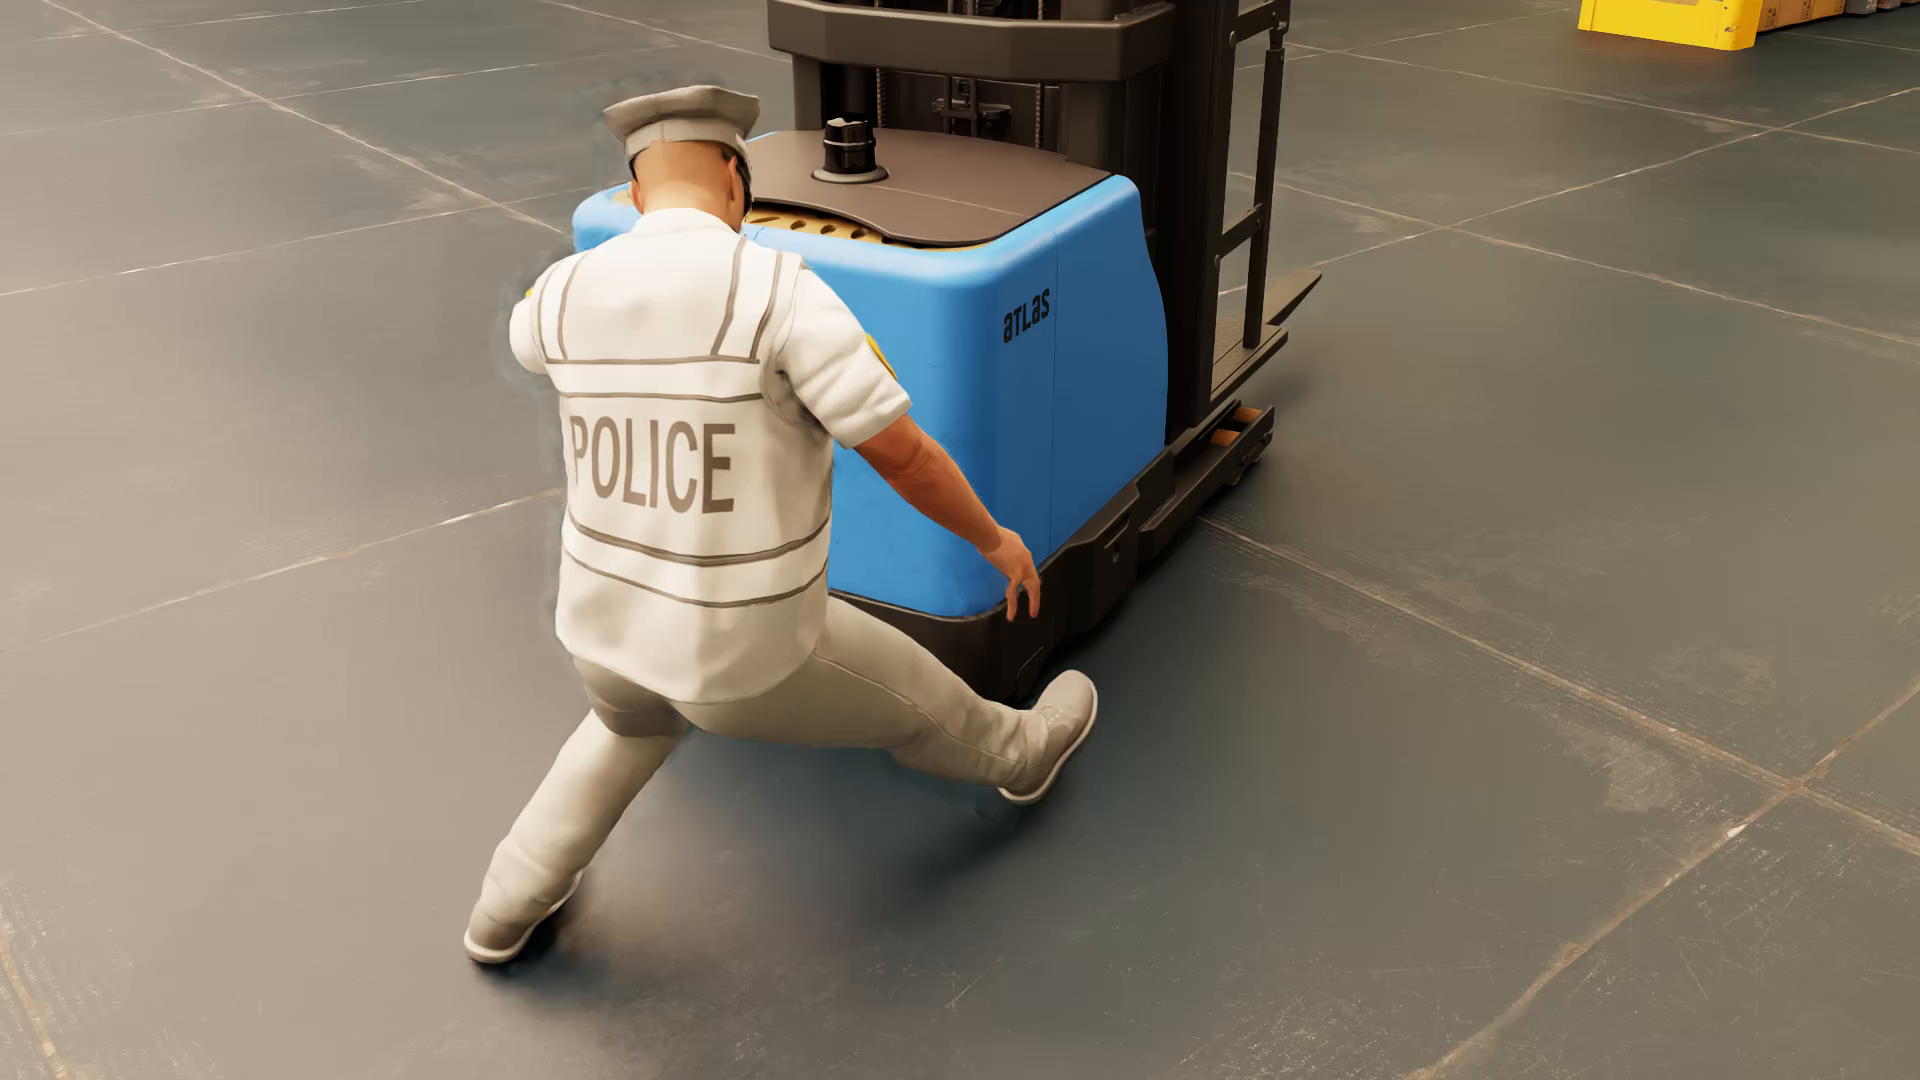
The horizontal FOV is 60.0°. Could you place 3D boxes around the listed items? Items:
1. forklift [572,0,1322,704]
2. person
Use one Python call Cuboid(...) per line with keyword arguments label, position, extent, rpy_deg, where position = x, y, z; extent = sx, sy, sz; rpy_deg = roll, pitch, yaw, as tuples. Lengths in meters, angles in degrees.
Cuboid(label="forklift", position=(0.285, -1.552, 4.331), extent=(1.130, 2.935, 3.031), rpy_deg=(13, 29, 25))
Cuboid(label="person", position=(-0.285, -0.053, 2.929), extent=(0.949, 1.520, 1.108), rpy_deg=(12, 29, 23))
